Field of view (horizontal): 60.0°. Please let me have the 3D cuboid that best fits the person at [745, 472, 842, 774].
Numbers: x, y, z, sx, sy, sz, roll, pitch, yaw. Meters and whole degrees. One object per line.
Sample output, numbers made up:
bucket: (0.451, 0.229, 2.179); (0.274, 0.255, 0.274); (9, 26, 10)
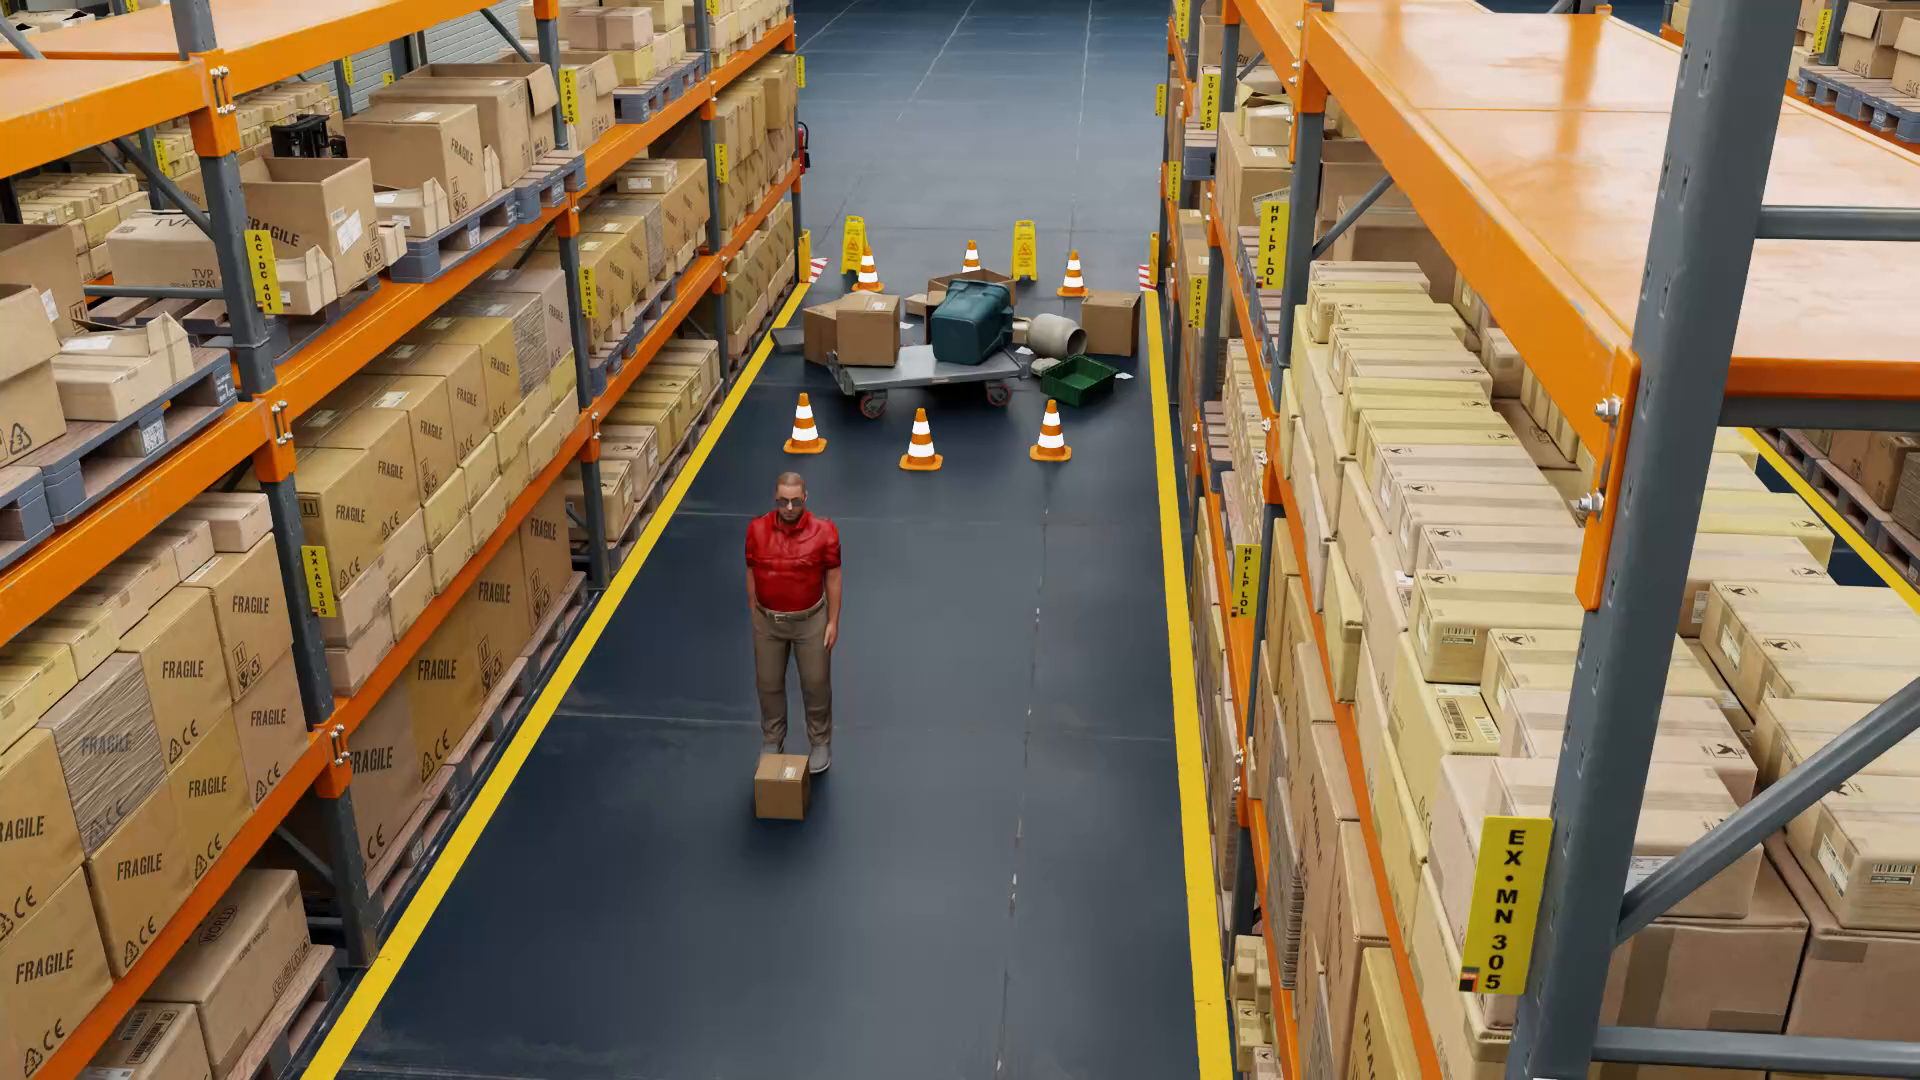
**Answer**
person: (-0.902, 0.456, 9.031); (0.526, 1.725, 0.353); (2, 24, 5)
